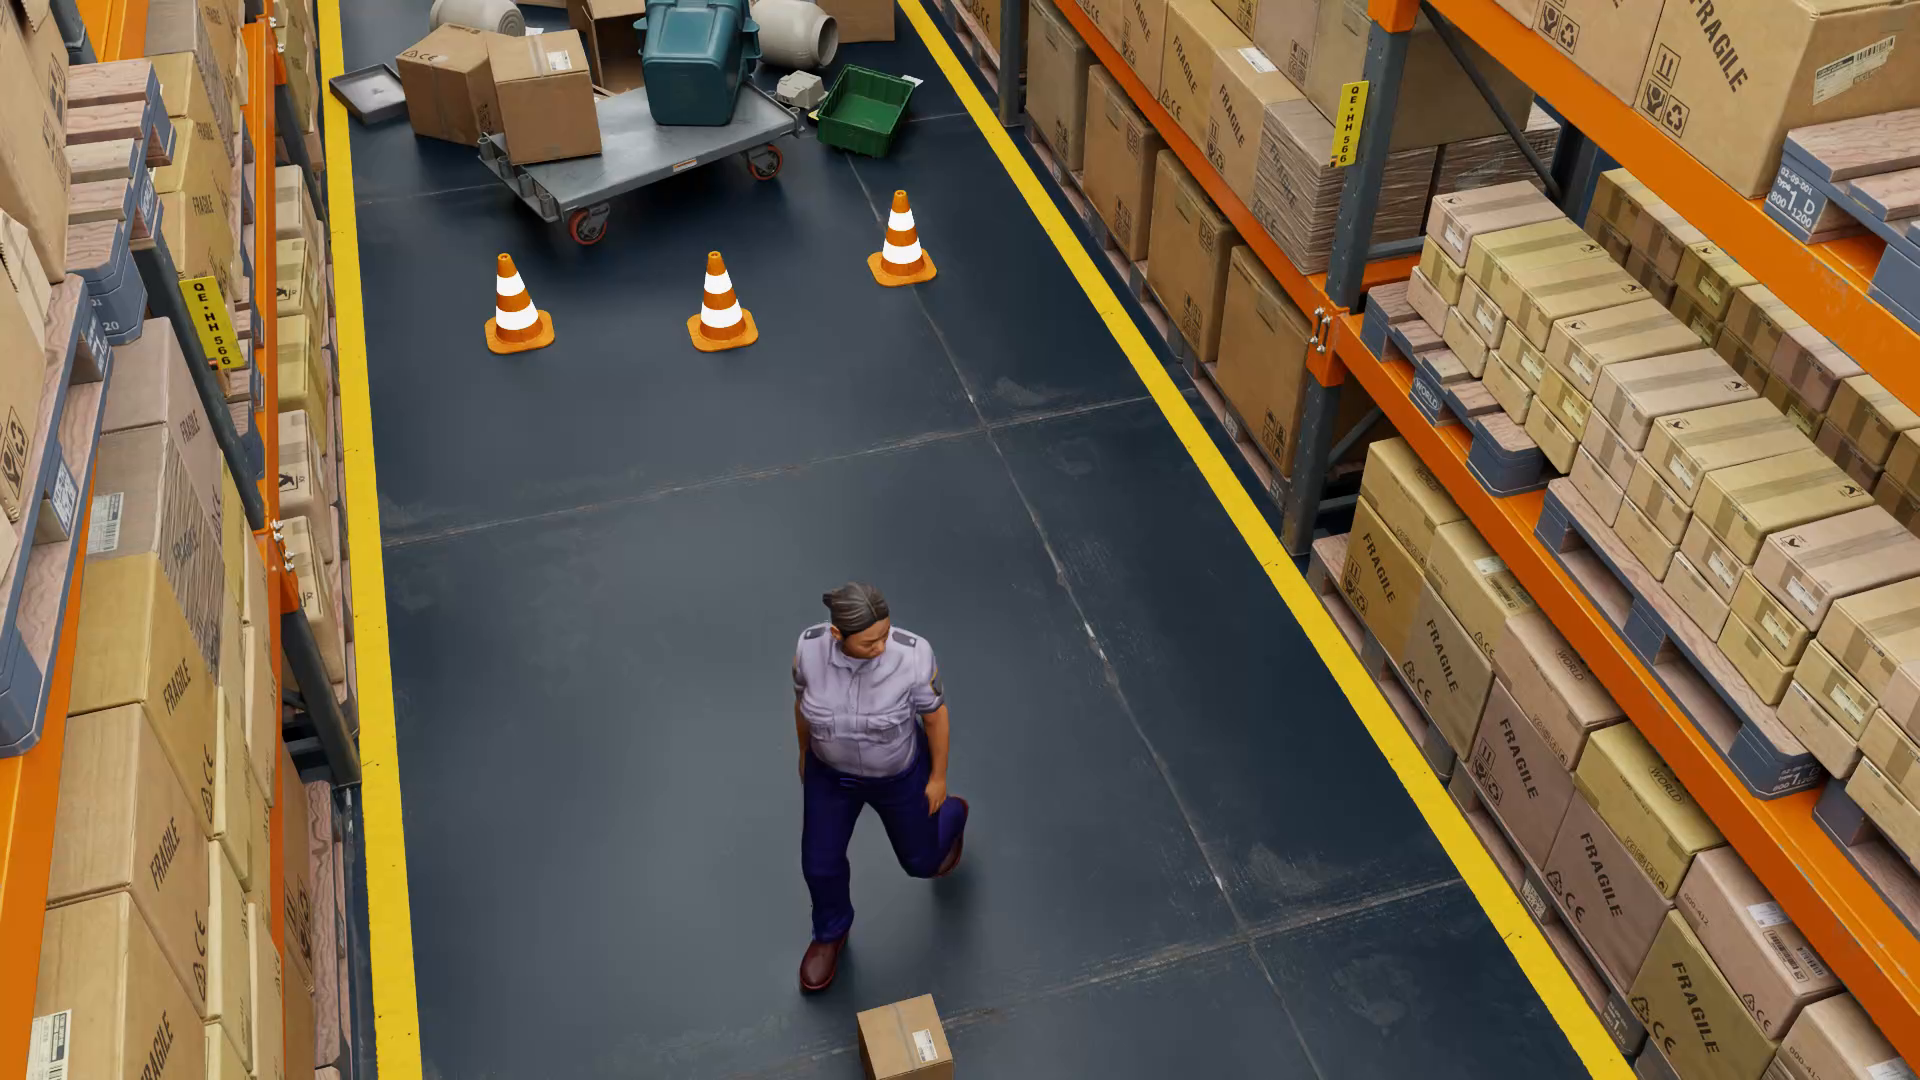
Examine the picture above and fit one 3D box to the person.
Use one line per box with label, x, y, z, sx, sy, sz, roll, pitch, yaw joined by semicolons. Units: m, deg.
person;-0.284;0.722;5.377;0.509;1.618;0.767;9;43;10
